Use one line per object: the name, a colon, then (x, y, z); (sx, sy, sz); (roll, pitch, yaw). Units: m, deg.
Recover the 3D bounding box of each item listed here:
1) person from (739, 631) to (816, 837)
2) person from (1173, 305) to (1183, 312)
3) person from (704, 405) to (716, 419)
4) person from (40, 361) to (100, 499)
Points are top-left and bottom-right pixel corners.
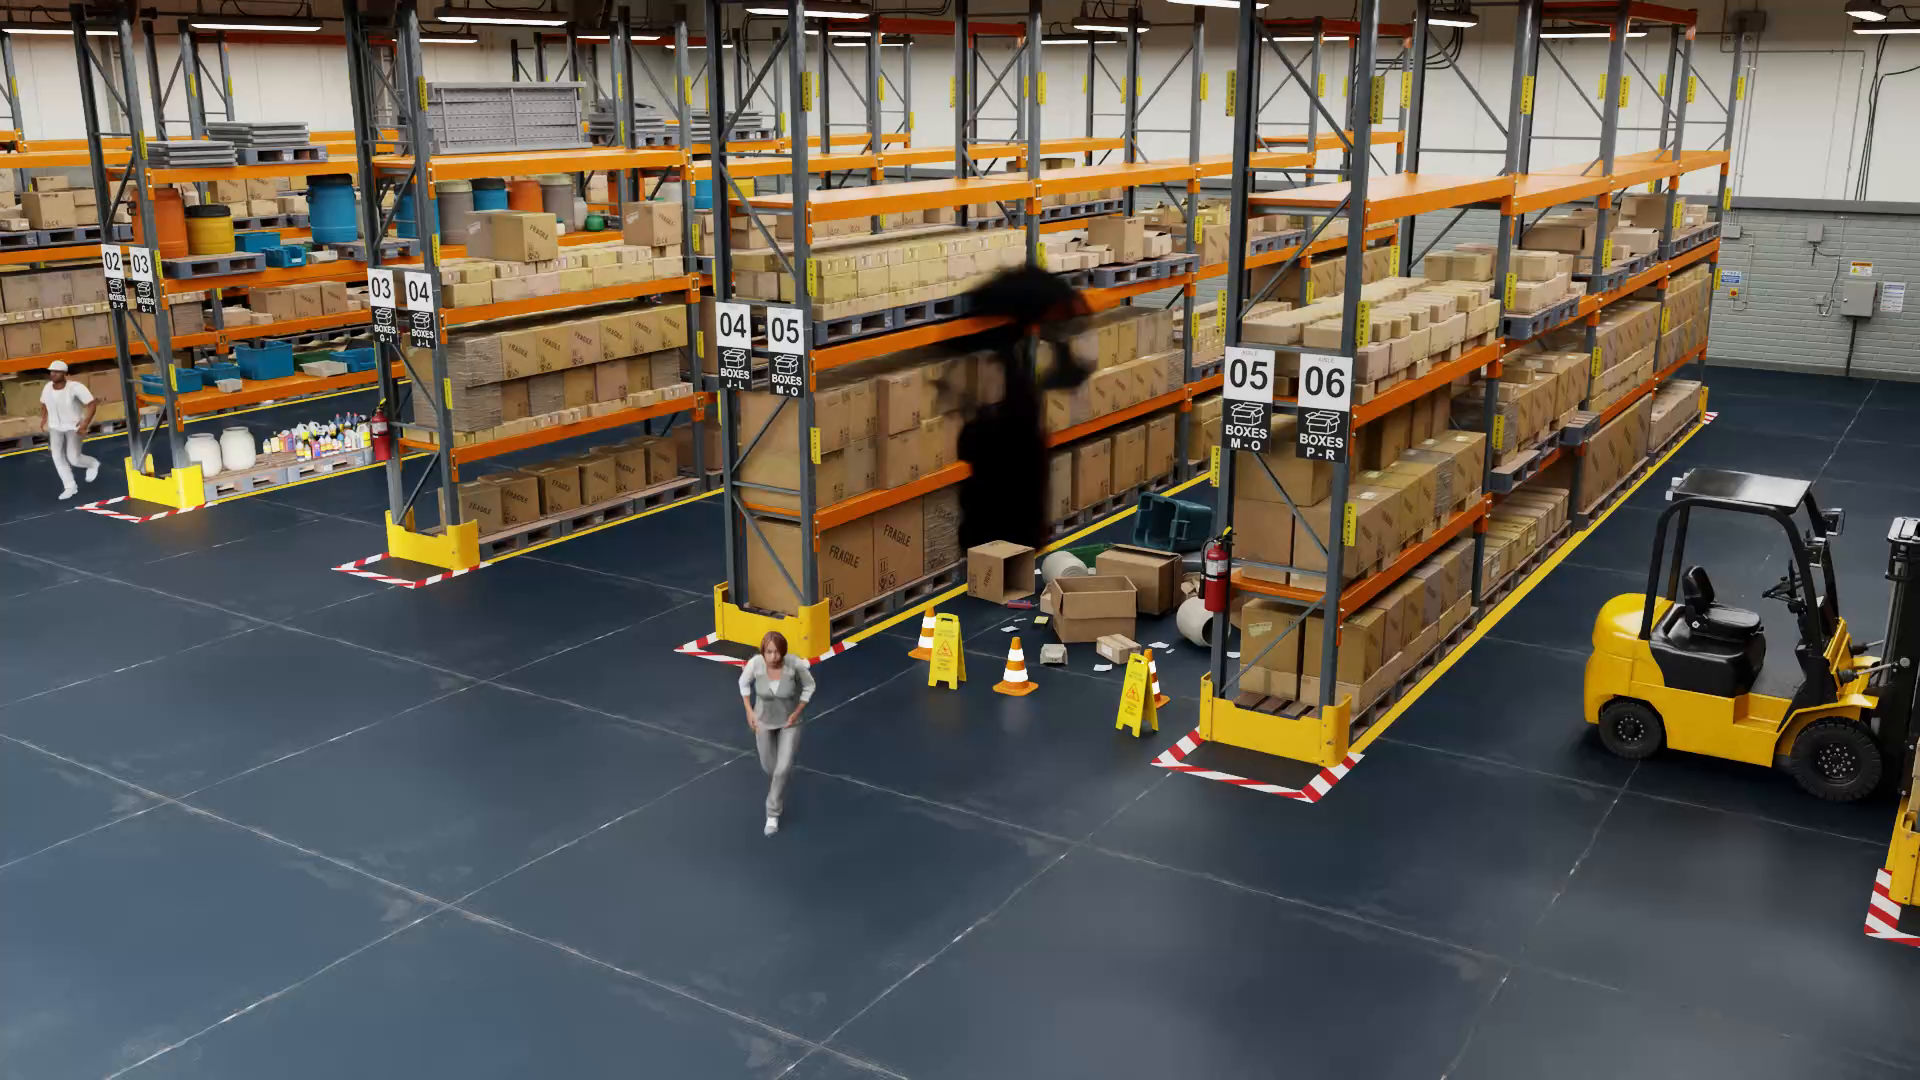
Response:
person: (-1.290, 1.299, 11.803); (0.536, 1.534, 0.769); (-2, 16, -7)
person: (3.481, -2.908, 26.556); (0.653, 1.700, 0.645); (12, 19, 36)
person: (-3.775, -2.261, 24.297); (0.592, 1.629, 0.577); (11, 19, 33)
person: (-11.350, -1.439, 21.213); (0.731, 1.733, 0.714); (0, 16, 1)
